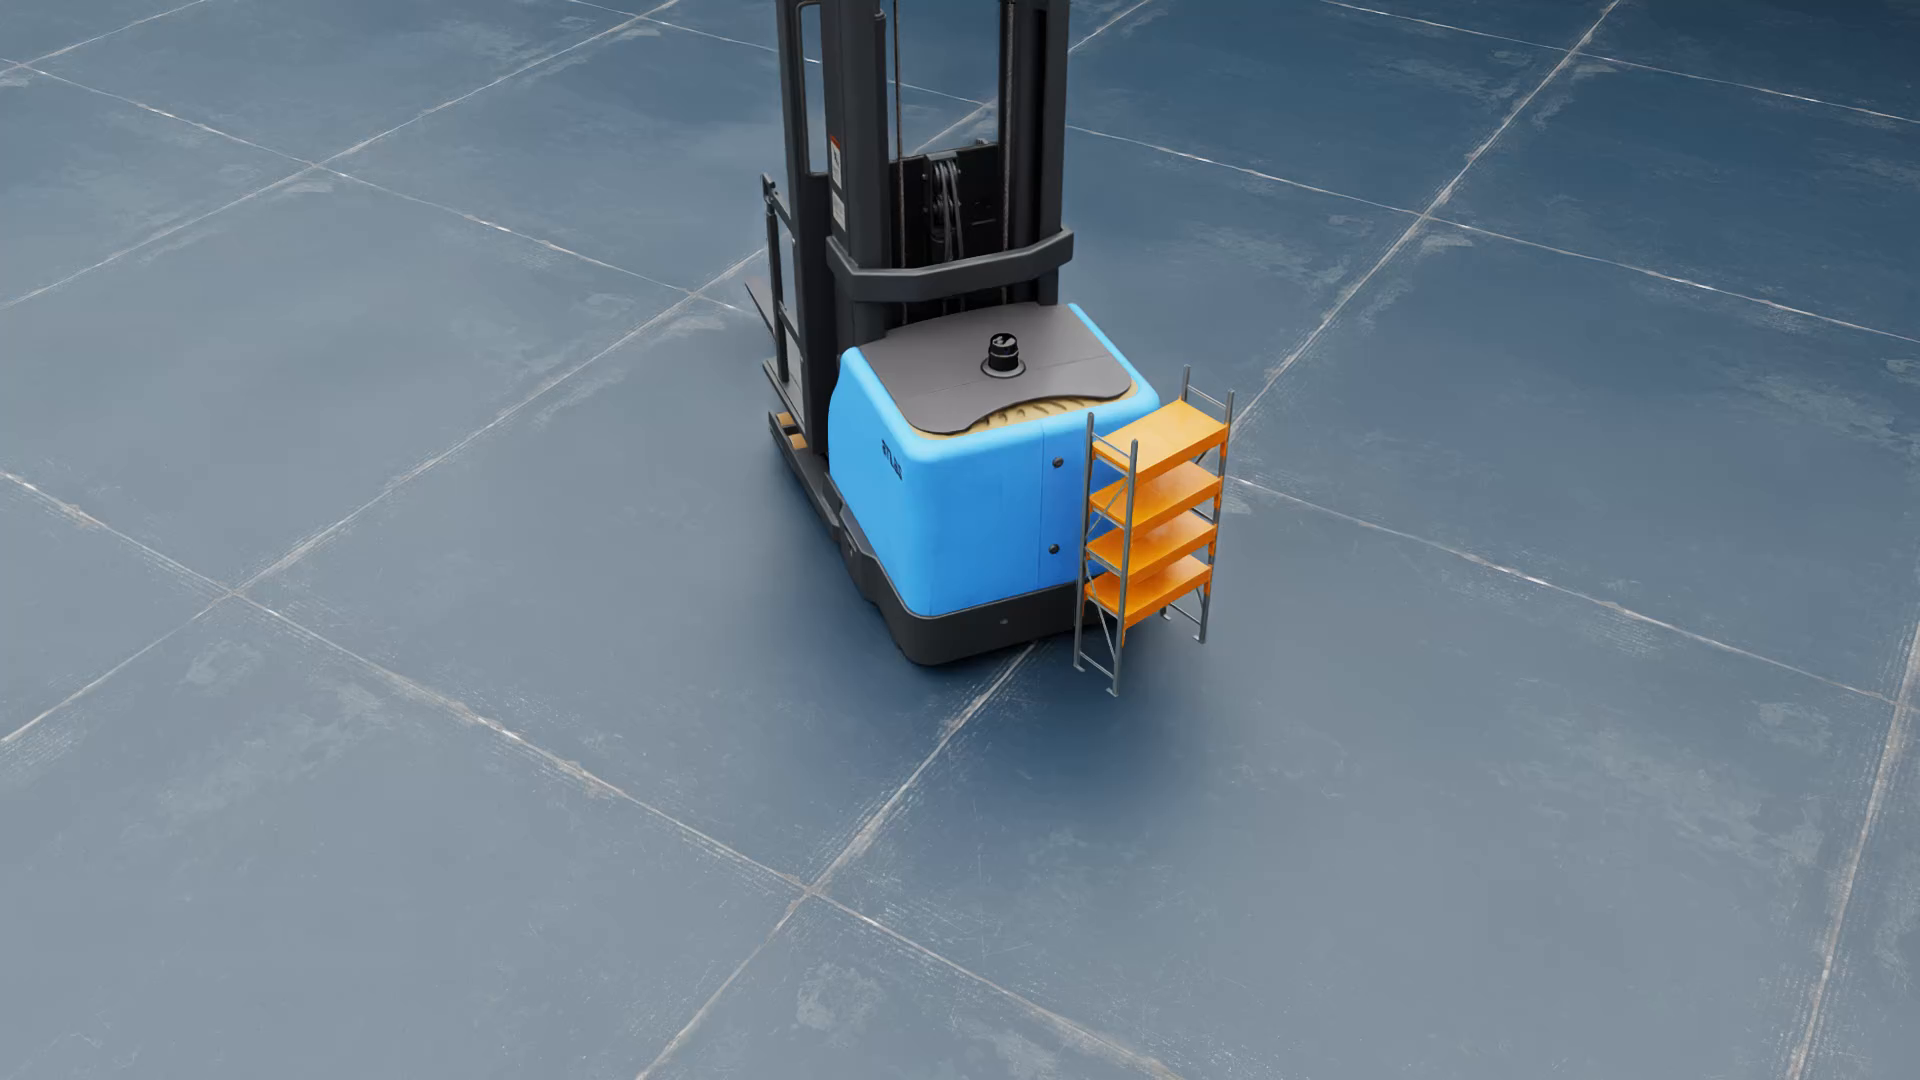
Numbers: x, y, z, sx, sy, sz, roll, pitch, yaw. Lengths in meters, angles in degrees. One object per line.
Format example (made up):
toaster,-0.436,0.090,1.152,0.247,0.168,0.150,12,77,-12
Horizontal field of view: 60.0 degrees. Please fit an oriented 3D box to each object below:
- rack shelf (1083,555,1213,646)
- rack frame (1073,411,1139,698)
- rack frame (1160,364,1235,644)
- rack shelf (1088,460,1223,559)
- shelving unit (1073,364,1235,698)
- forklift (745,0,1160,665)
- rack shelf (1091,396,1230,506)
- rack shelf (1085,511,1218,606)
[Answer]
rack shelf,0.719,0.193,6.452,0.480,0.148,0.258,-27,45,-31
rack frame,0.533,0.078,6.165,0.015,1.200,0.240,-27,45,-31
rack frame,0.906,-0.114,6.415,0.015,1.200,0.240,-27,45,-31
rack shelf,0.719,-0.141,6.195,0.480,0.148,0.258,-27,45,-31
shelving unit,0.719,-0.018,6.290,0.503,1.200,0.258,-27,45,-31
forklift,-0.248,-1.572,6.888,1.130,2.935,3.031,-14,40,-17
rack shelf,0.719,-0.329,6.050,0.480,0.148,0.258,-27,45,-31
rack shelf,0.719,0.036,6.331,0.480,0.148,0.258,-27,45,-31
